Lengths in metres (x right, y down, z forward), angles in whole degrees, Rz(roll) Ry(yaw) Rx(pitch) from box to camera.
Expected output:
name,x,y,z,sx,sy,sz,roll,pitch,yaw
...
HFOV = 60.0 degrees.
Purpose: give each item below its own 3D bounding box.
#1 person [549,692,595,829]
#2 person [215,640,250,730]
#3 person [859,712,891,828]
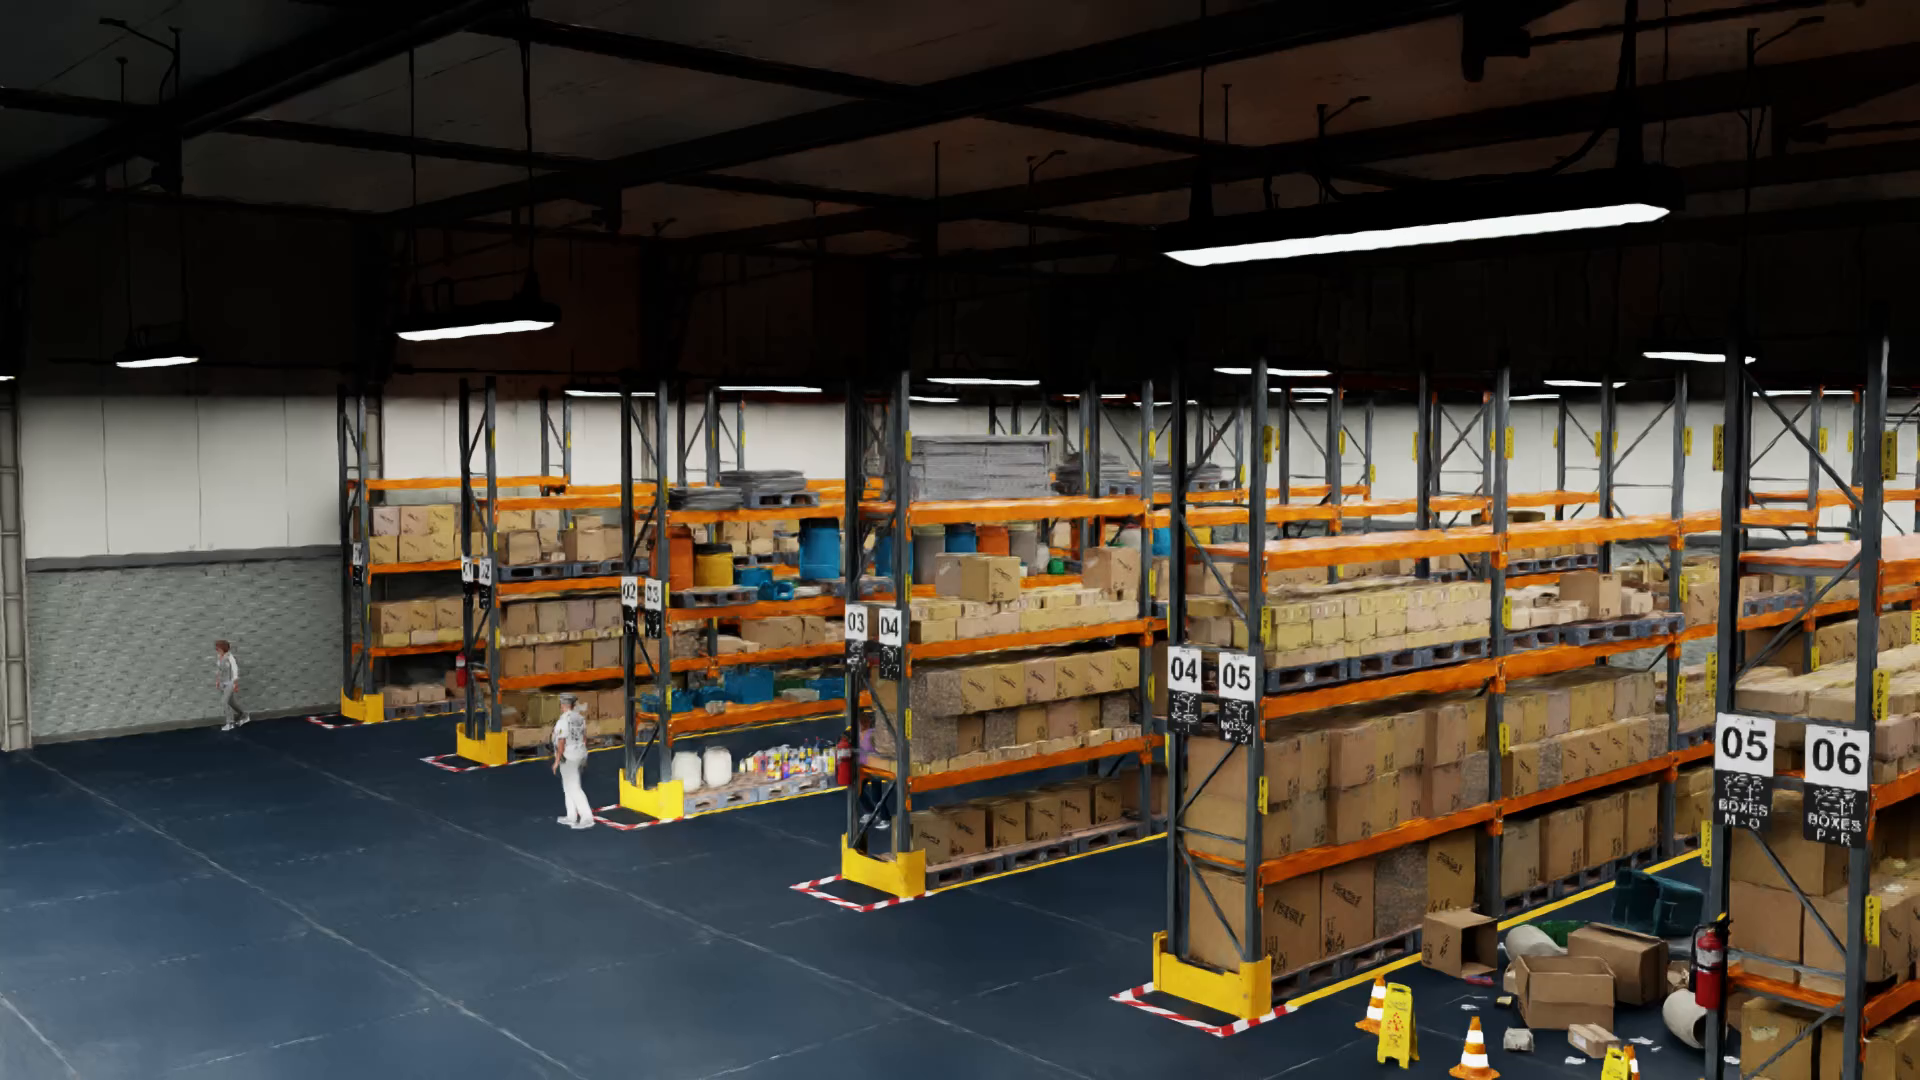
name,x,y,z,sx,sy,sz,roll,pitch,yaw
person,-5.040,2.870,21.707,0.635,1.738,0.587,1,4,14
person,-12.620,2.490,28.916,0.544,1.562,0.614,3,5,39
person,-1.158,2.981,21.631,0.512,1.541,0.566,-4,5,-44
